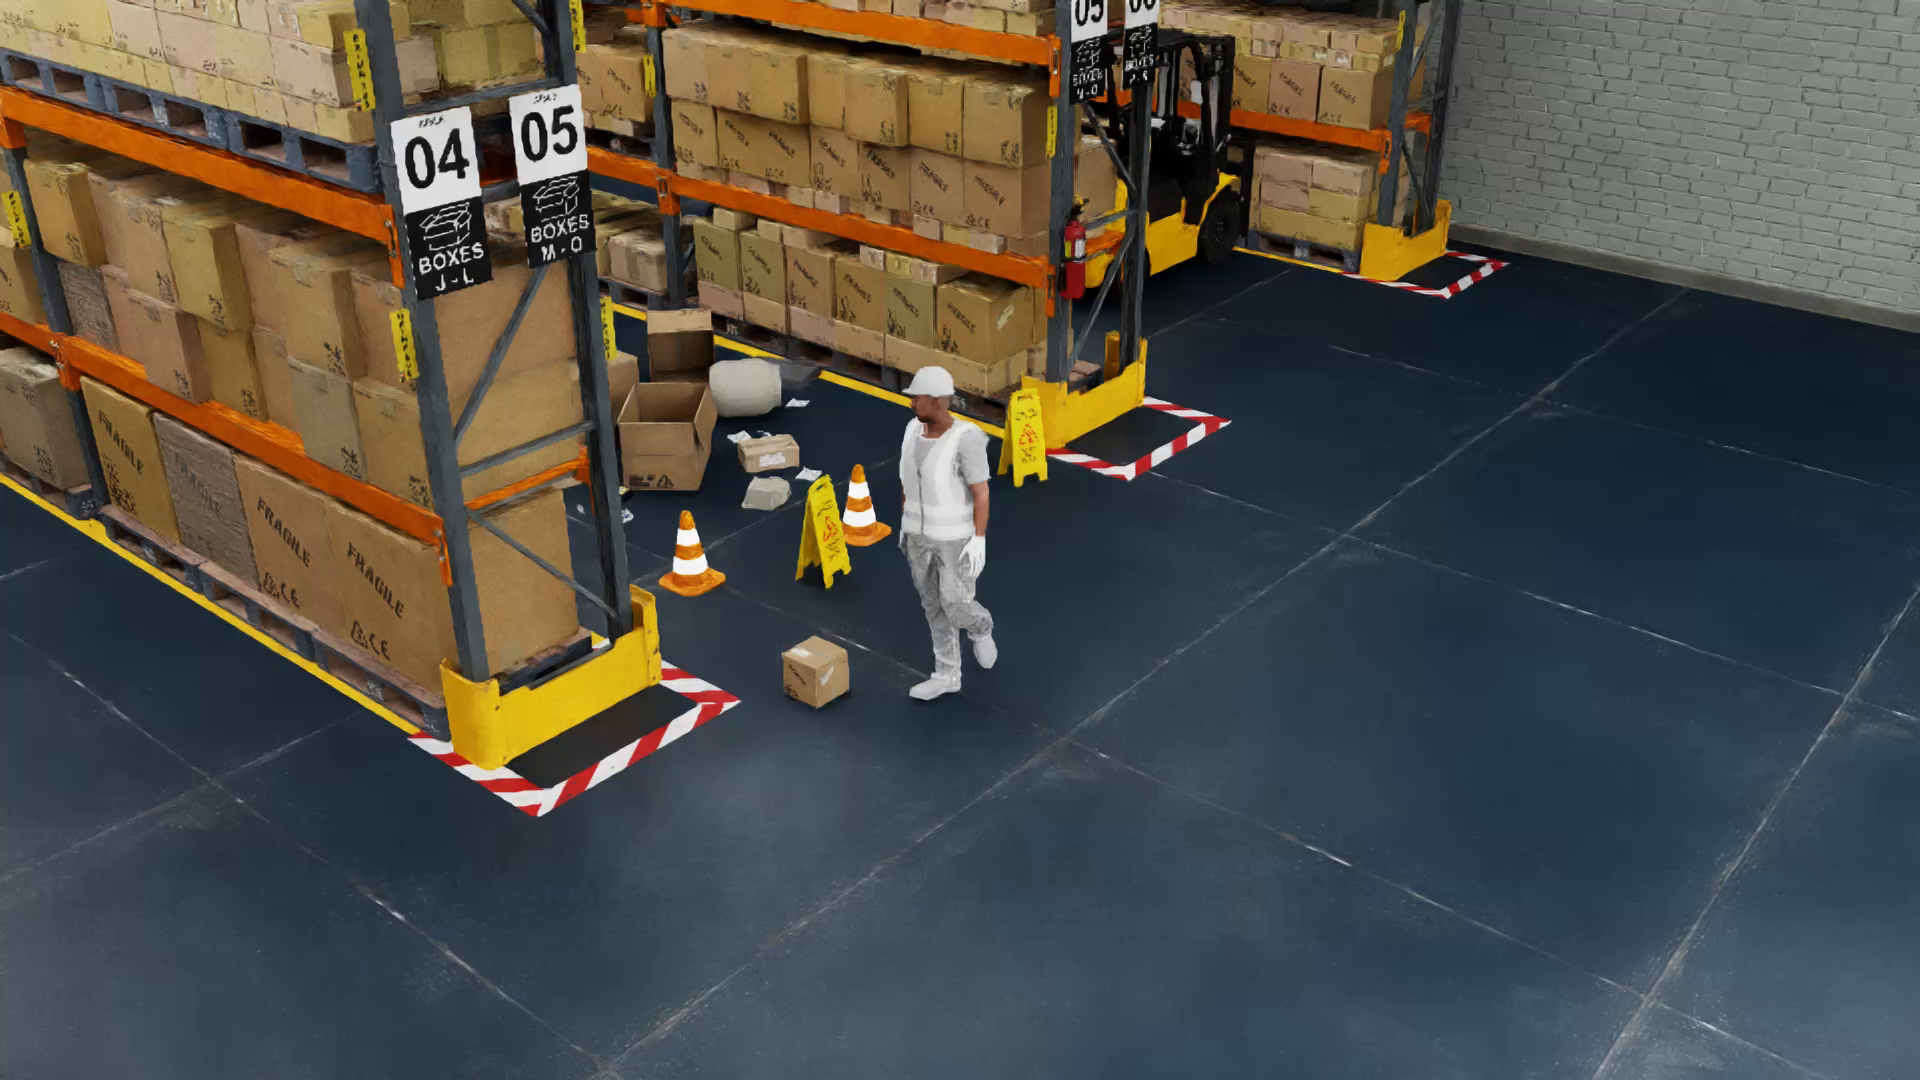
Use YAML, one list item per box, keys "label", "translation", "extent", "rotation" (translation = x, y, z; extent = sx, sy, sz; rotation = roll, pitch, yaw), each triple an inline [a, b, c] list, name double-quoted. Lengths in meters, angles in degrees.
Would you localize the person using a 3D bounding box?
- label: "person"
  translation: [-0.083, -0.029, 8.667]
  extent: [0.667, 1.761, 0.593]
  rotation: [21, 34, 35]
